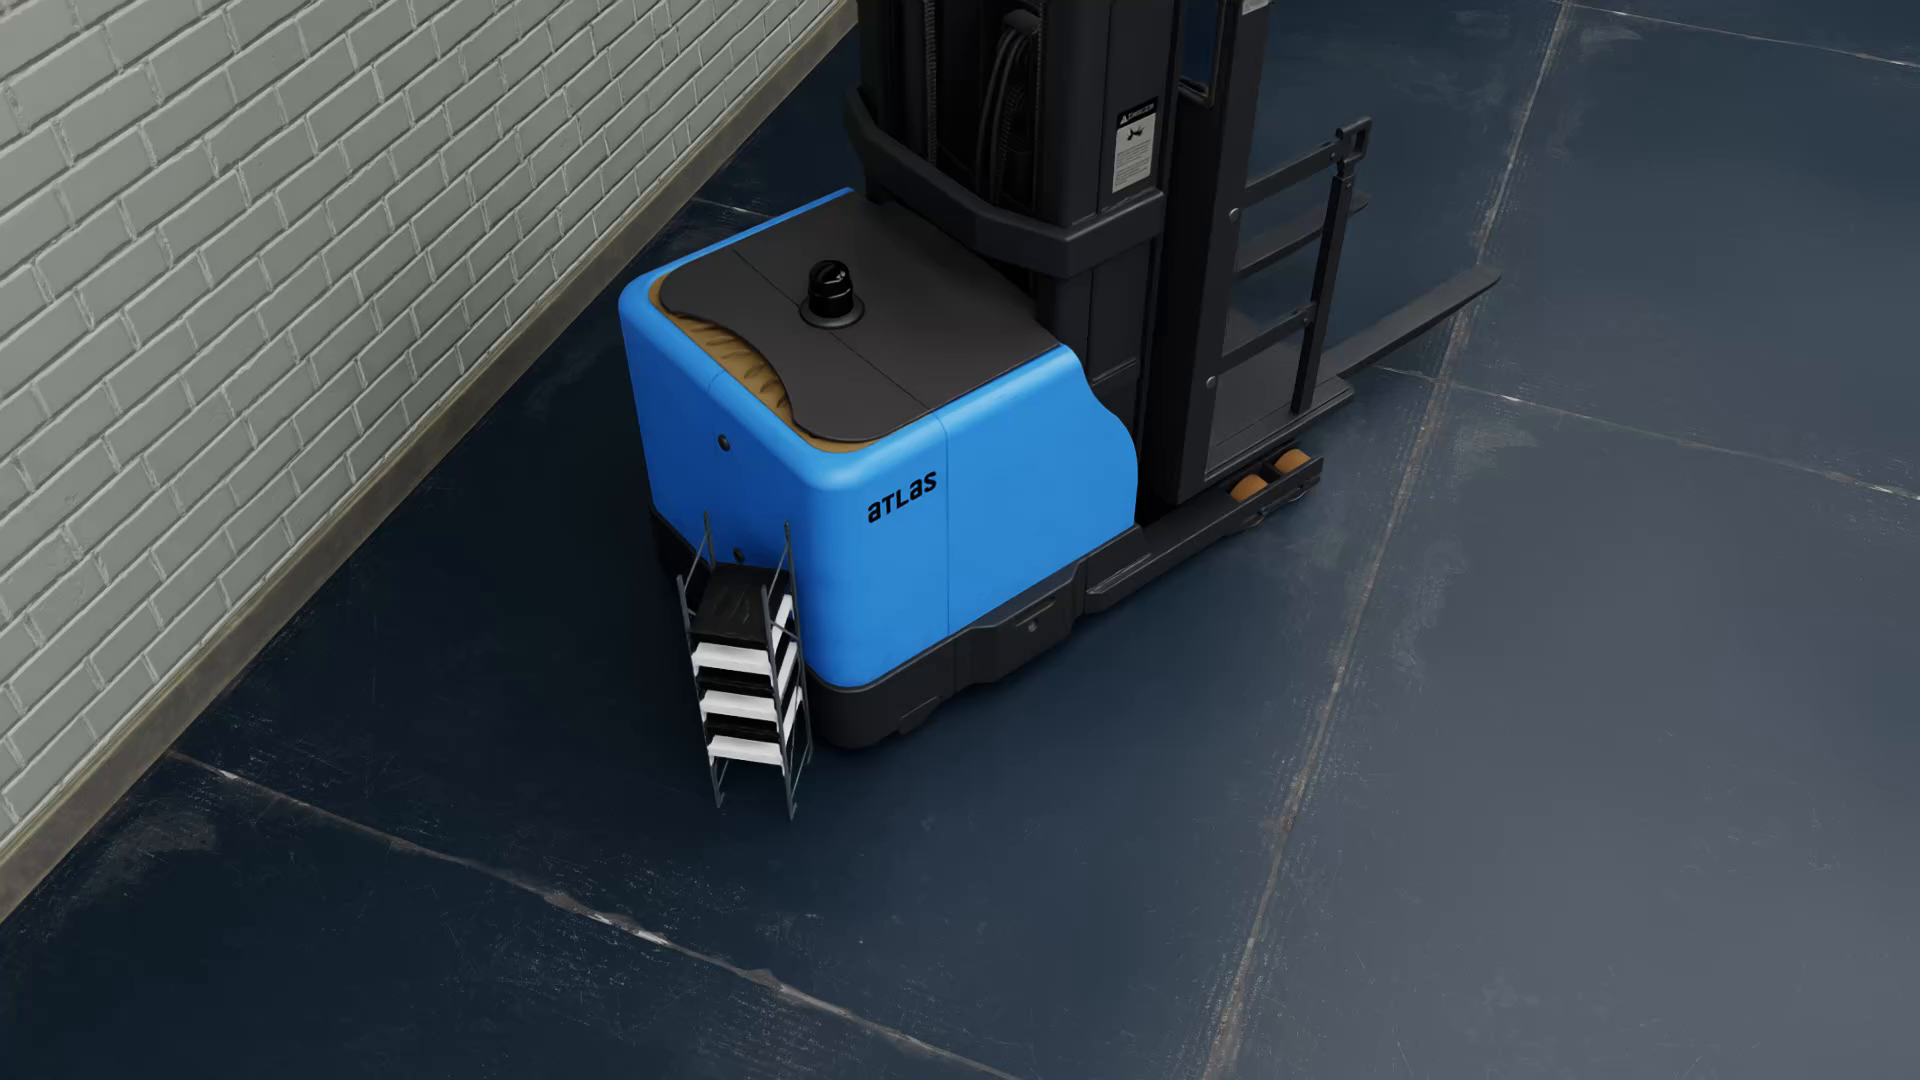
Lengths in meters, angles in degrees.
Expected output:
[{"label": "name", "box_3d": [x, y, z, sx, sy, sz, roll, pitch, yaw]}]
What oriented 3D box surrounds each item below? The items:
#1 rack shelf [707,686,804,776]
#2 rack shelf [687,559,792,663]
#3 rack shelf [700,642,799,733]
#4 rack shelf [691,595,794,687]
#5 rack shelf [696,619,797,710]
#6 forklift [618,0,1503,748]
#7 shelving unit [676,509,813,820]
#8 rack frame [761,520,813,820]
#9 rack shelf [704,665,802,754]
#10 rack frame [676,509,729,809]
[{"label": "rack shelf", "box_3d": [-0.536, 0.492, 4.420, 0.200, 0.077, 0.258, 7, 45, 7]}, {"label": "rack shelf", "box_3d": [-0.537, 0.173, 4.102, 0.200, 0.077, 0.258, 7, 45, 7]}, {"label": "rack shelf", "box_3d": [-0.537, 0.364, 4.293, 0.200, 0.077, 0.258, 7, 45, 7]}, {"label": "rack shelf", "box_3d": [-0.537, 0.237, 4.166, 0.200, 0.077, 0.258, 7, 45, 7]}, {"label": "rack shelf", "box_3d": [-0.537, 0.300, 4.229, 0.200, 0.077, 0.258, 7, 45, 7]}, {"label": "forklift", "box_3d": [0.538, -1.343, 4.521, 3.031, 2.935, 1.130, -30, 52, -26]}, {"label": "shelving unit", "box_3d": [-0.537, 0.341, 4.269, 0.210, 0.900, 0.258, 7, 45, 7]}, {"label": "rack frame", "box_3d": [-0.437, 0.353, 4.257, 0.006, 0.900, 0.240, 7, 45, 7]}, {"label": "rack shelf", "box_3d": [-0.537, 0.428, 4.356, 0.200, 0.077, 0.258, 7, 45, 7]}, {"label": "rack frame", "box_3d": [-0.637, 0.328, 4.282, 0.006, 0.900, 0.240, 7, 45, 7]}]
